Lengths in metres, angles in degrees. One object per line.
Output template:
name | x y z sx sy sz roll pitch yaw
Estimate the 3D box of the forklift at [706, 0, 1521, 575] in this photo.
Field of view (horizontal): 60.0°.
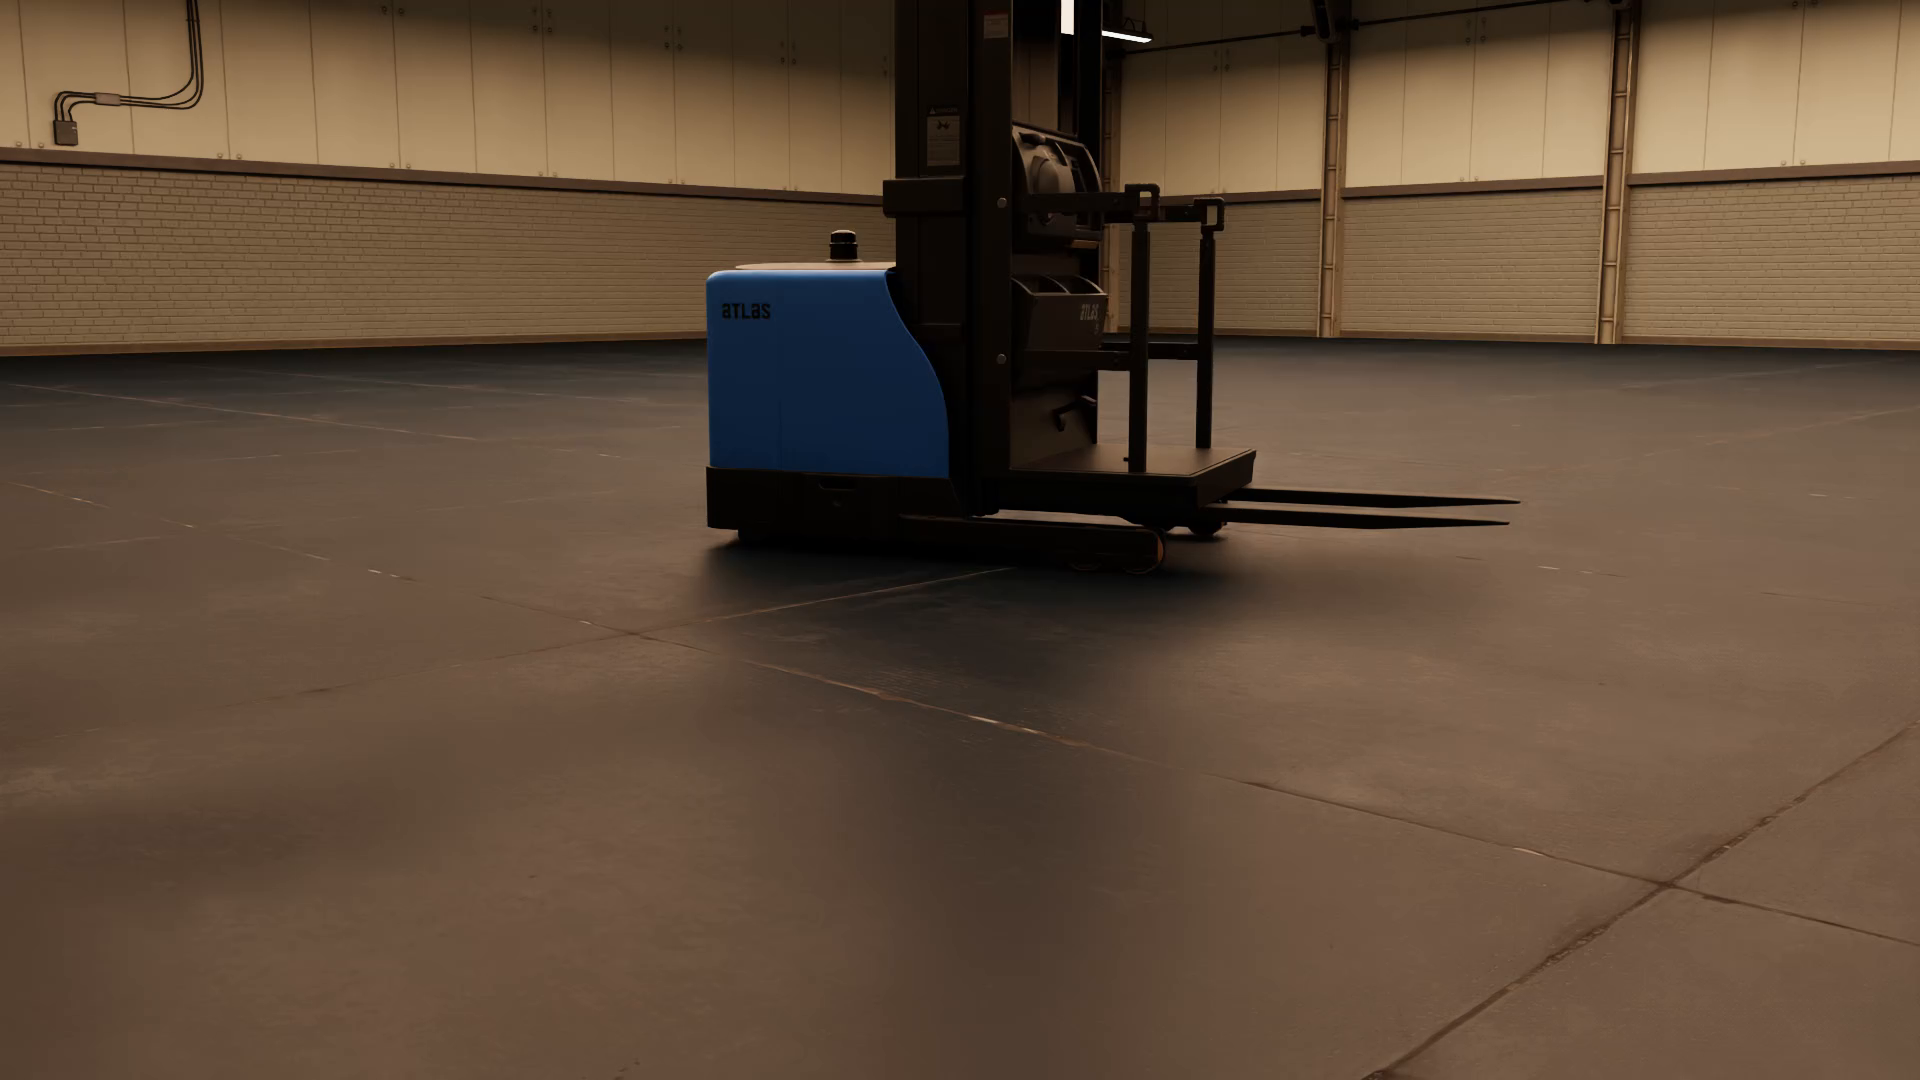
forklift | 0.565 -1.416 6.275 3.031 2.935 1.130 3 9 22
